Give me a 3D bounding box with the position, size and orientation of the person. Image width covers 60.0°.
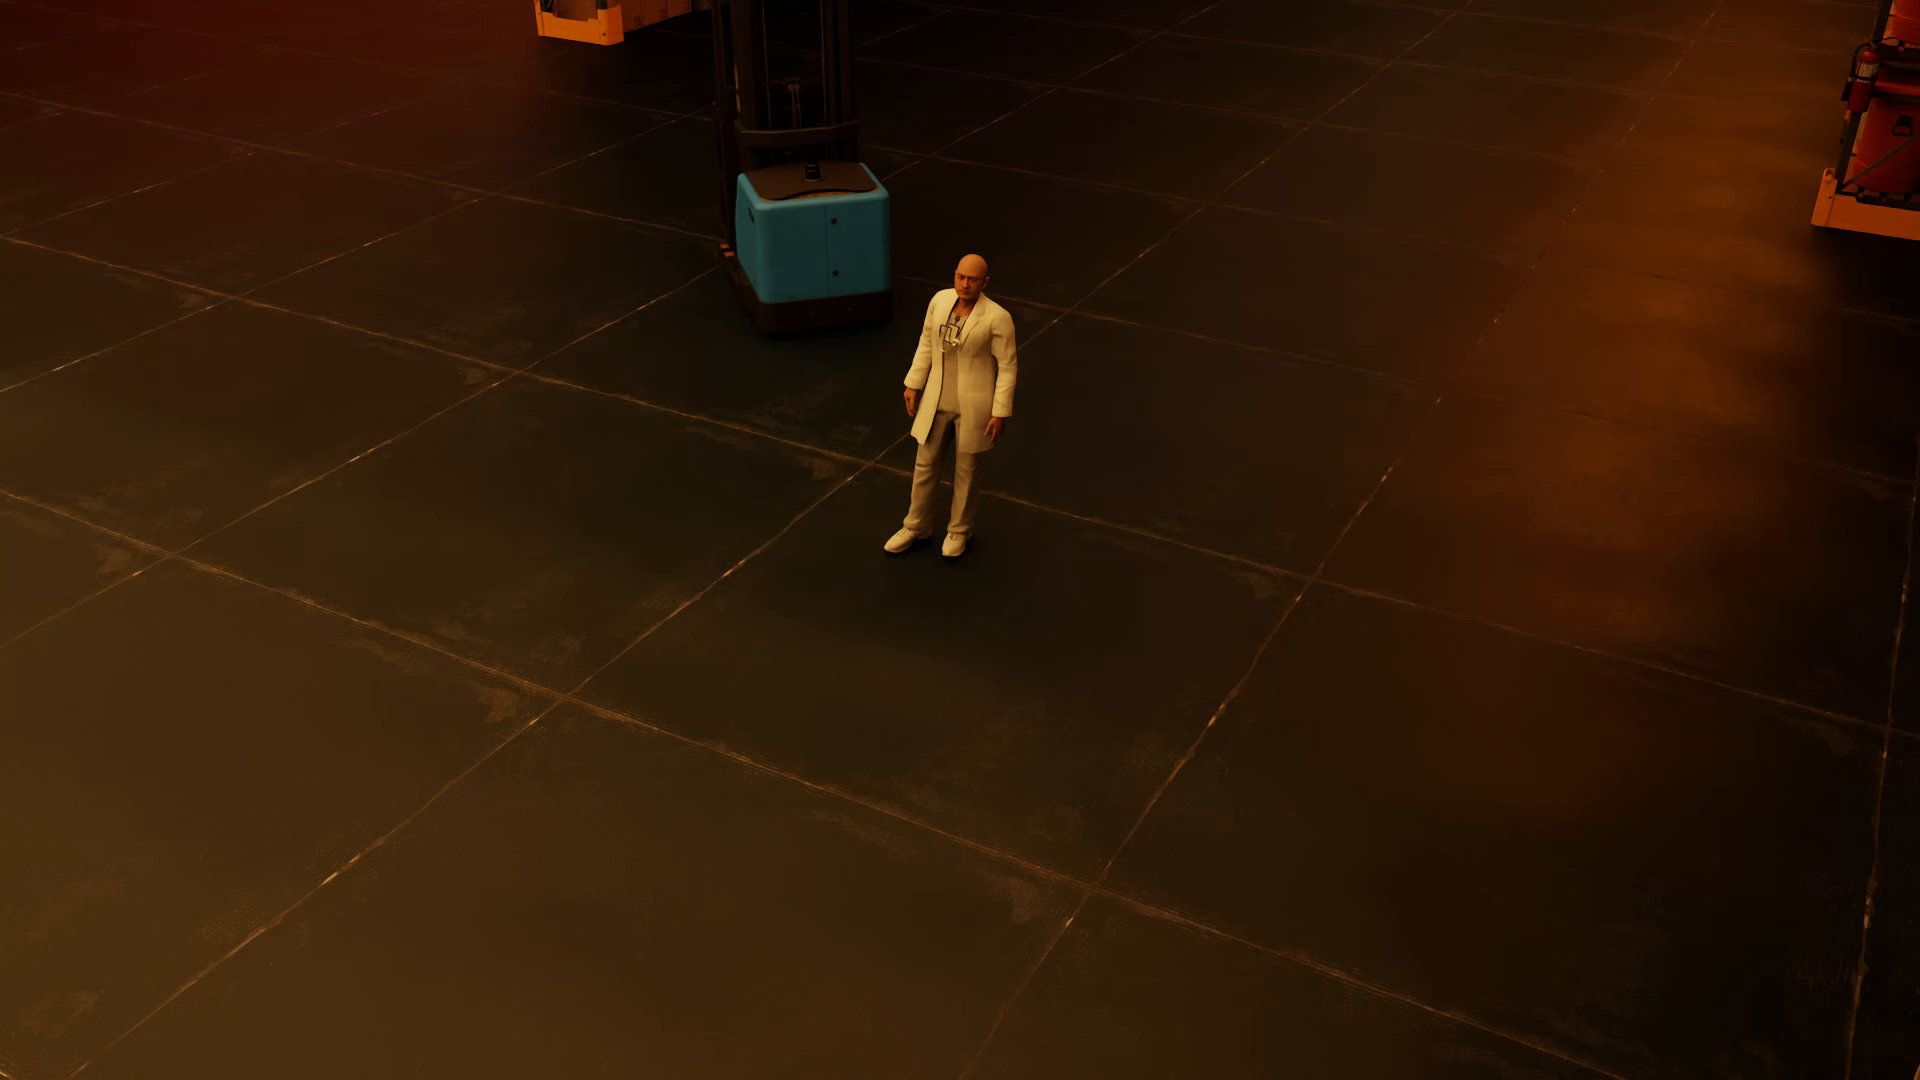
[{"bbox_3d":[-0.048,-0.738,9.489,0.696,1.775,0.581,15,33,25],"label":"person"}]

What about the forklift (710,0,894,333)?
[{"bbox_3d":[-1.422,-3.557,13.233,1.130,2.935,3.031,-9,31,-14],"label":"forklift"}]
